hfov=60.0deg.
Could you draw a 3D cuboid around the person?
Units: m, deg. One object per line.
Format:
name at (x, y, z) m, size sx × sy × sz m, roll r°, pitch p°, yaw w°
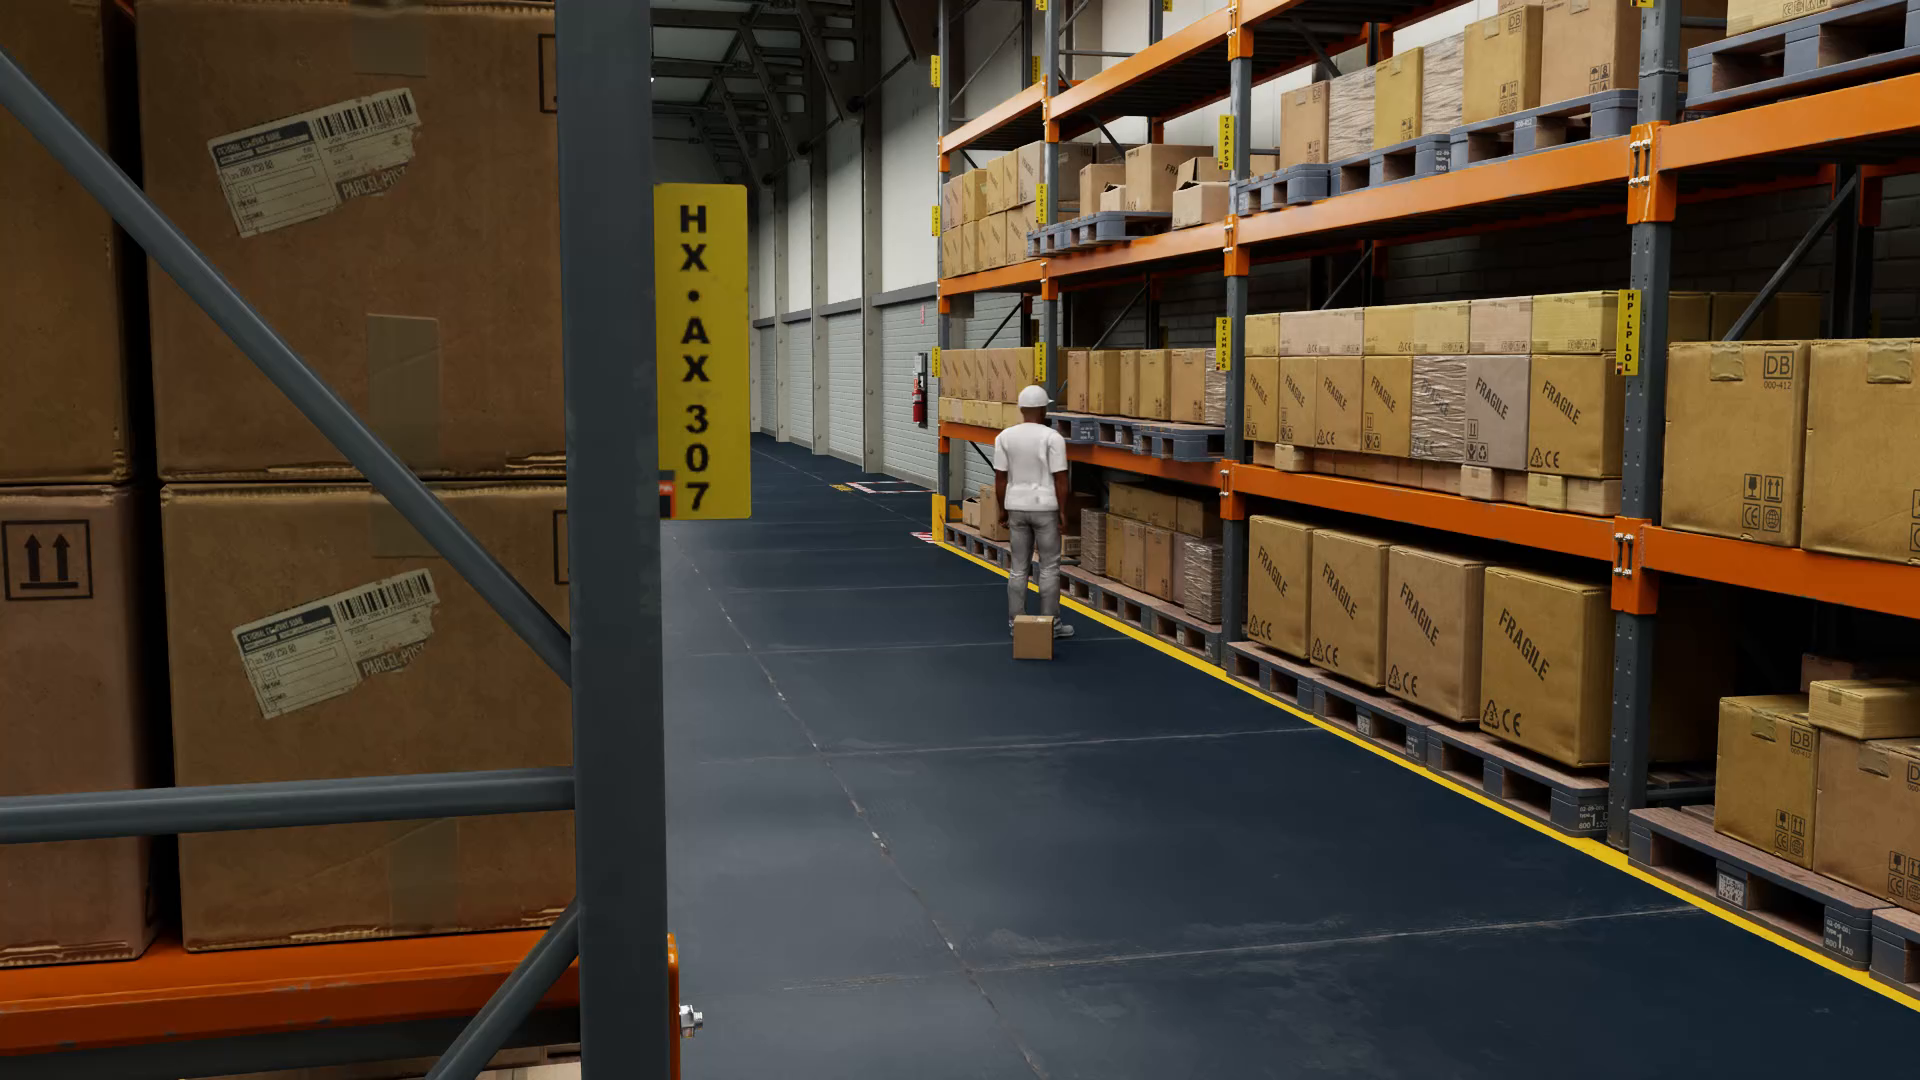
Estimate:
person at (0.526, -0.198, 11.692) m, size 0.552 × 1.771 × 0.381 m, roll 3°, pitch 7°, yaw 26°
